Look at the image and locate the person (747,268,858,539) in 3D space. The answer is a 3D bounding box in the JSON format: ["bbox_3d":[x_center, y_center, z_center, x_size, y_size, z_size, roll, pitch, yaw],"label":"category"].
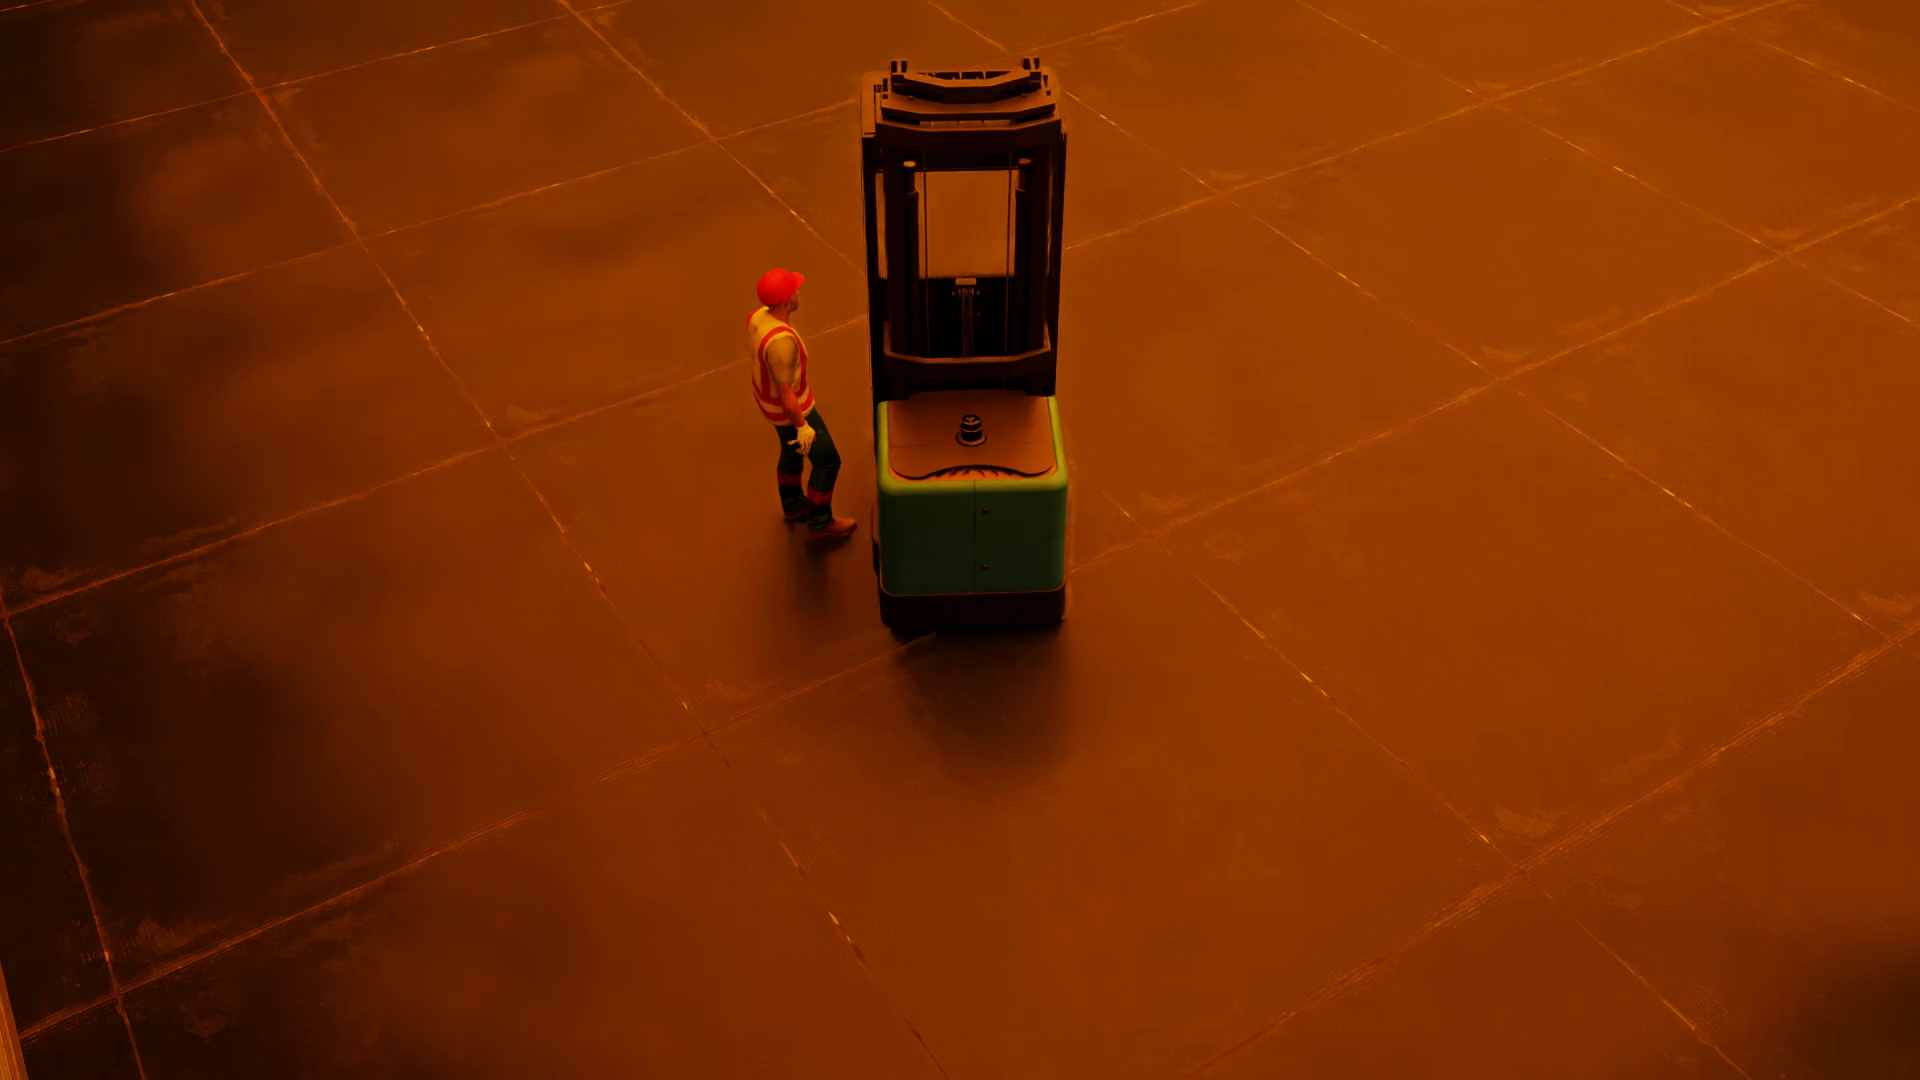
[{"bbox_3d":[-0.941,-0.795,9.648,0.482,1.792,0.677,-16,44,-18],"label":"person"}]

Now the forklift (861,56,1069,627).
[{"bbox_3d":[0.011,-1.564,9.661,1.130,2.935,3.031,-2,41,-2],"label":"forklift"}]
